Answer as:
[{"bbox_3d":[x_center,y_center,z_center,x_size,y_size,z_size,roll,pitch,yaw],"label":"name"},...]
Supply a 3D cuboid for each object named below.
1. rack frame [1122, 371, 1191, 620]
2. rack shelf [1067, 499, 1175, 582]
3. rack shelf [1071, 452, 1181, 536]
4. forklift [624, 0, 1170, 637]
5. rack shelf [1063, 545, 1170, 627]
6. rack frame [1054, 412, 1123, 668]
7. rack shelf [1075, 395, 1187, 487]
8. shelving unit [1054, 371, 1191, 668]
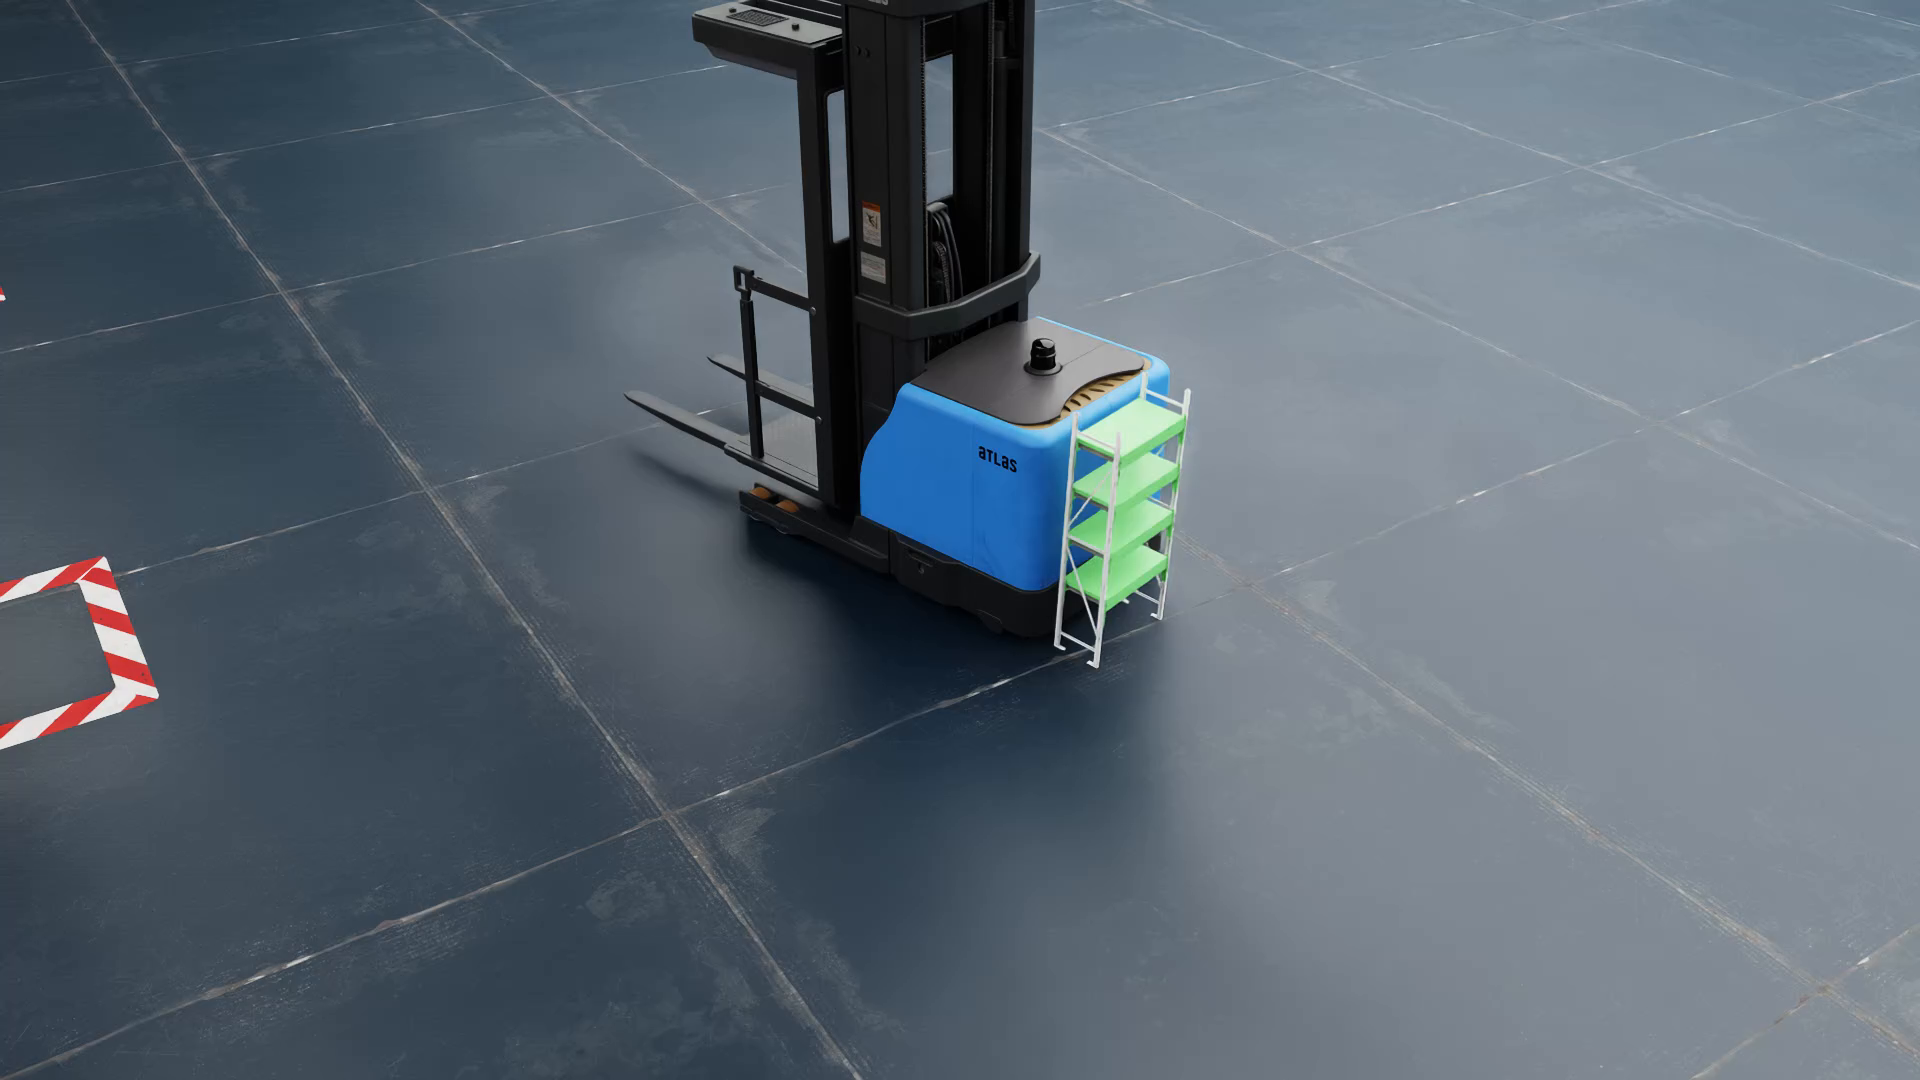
[{"bbox_3d":[0.857,-0.176,7.394,0.240,1.200,0.015,27,41,32],"label":"rack frame"},{"bbox_3d":[0.695,-0.025,7.273,0.258,0.148,0.480,27,41,32],"label":"rack shelf"},{"bbox_3d":[0.704,-0.224,7.139,0.258,0.148,0.480,27,41,32],"label":"rack shelf"},{"bbox_3d":[-0.478,-1.459,7.816,3.031,2.935,1.130,25,40,33],"label":"forklift"},{"bbox_3d":[0.687,0.174,7.407,0.258,0.148,0.480,27,41,32],"label":"rack shelf"},{"bbox_3d":[0.539,0.021,7.081,0.240,1.200,0.015,27,41,32],"label":"rack frame"},{"bbox_3d":[0.712,-0.423,7.005,0.258,0.148,0.480,27,41,32],"label":"rack shelf"},{"bbox_3d":[0.698,-0.078,7.238,0.258,1.200,0.503,27,41,32],"label":"shelving unit"}]
